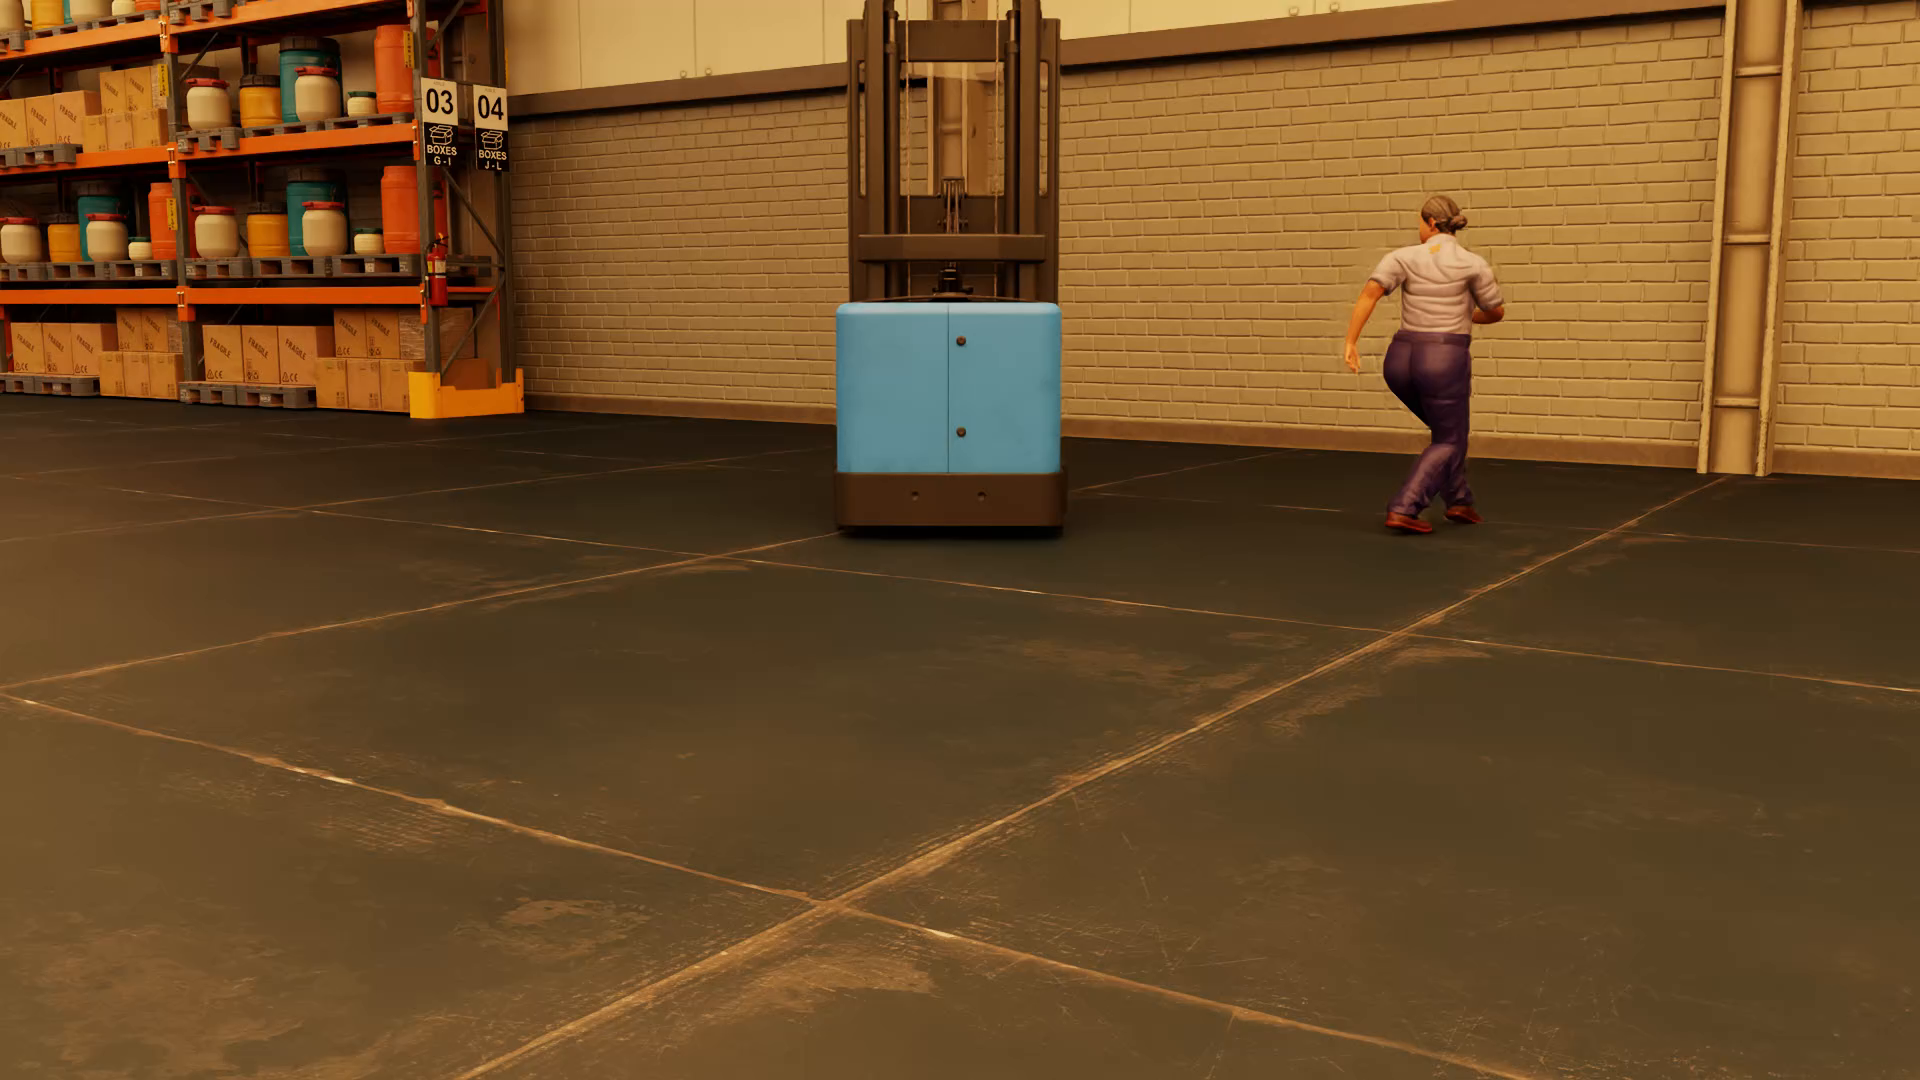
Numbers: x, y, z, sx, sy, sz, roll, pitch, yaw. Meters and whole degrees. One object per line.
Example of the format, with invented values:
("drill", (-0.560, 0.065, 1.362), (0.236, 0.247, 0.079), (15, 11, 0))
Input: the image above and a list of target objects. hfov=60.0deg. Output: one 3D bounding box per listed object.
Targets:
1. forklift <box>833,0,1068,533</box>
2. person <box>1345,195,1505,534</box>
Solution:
("forklift", (-0.028, -1.655, 8.835), (1.130, 2.935, 3.031), (0, 8, 1))
("person", (2.262, -0.806, 7.862), (0.891, 1.592, 0.505), (-6, 10, -38))
